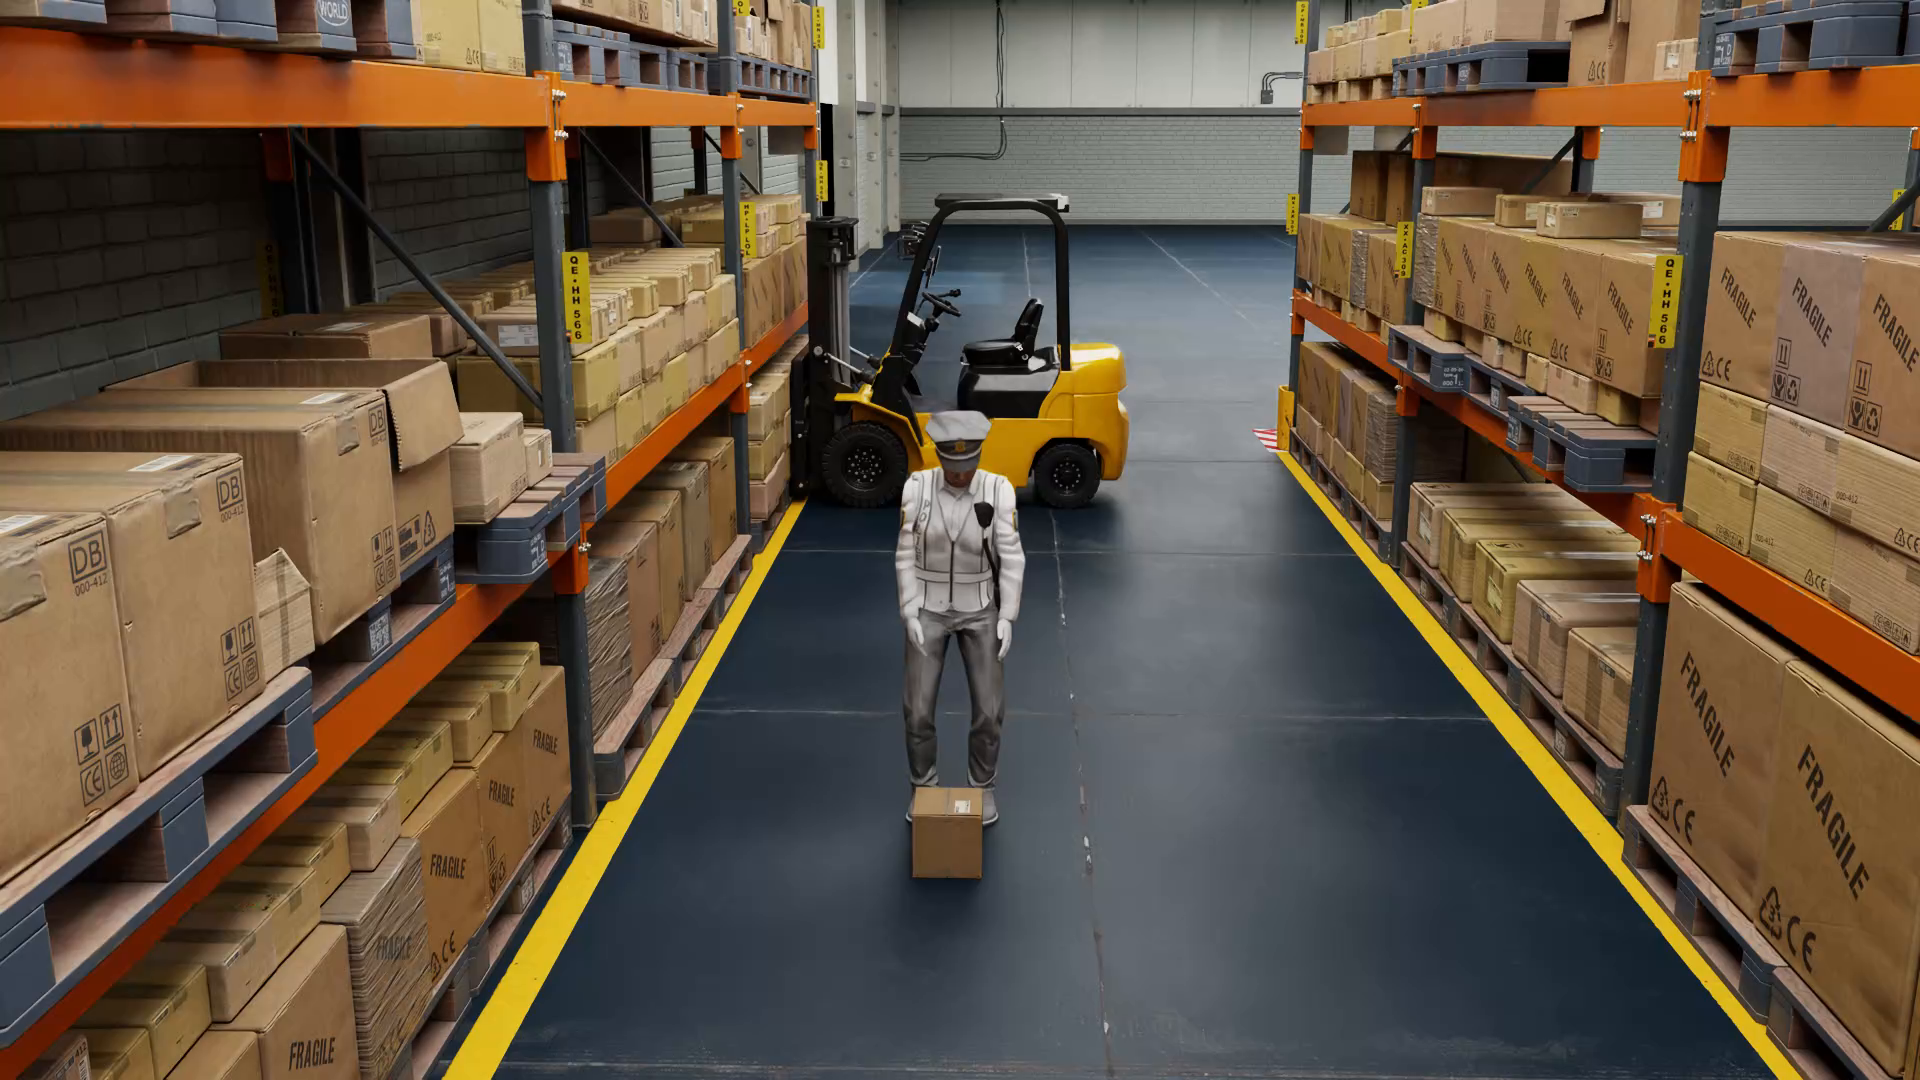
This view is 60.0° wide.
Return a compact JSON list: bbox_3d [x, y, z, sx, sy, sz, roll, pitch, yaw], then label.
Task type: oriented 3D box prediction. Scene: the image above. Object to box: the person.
[{"bbox_3d":[-0.002,0.306,6.381,0.500,1.626,0.446,1,14,3],"label":"person"}]
